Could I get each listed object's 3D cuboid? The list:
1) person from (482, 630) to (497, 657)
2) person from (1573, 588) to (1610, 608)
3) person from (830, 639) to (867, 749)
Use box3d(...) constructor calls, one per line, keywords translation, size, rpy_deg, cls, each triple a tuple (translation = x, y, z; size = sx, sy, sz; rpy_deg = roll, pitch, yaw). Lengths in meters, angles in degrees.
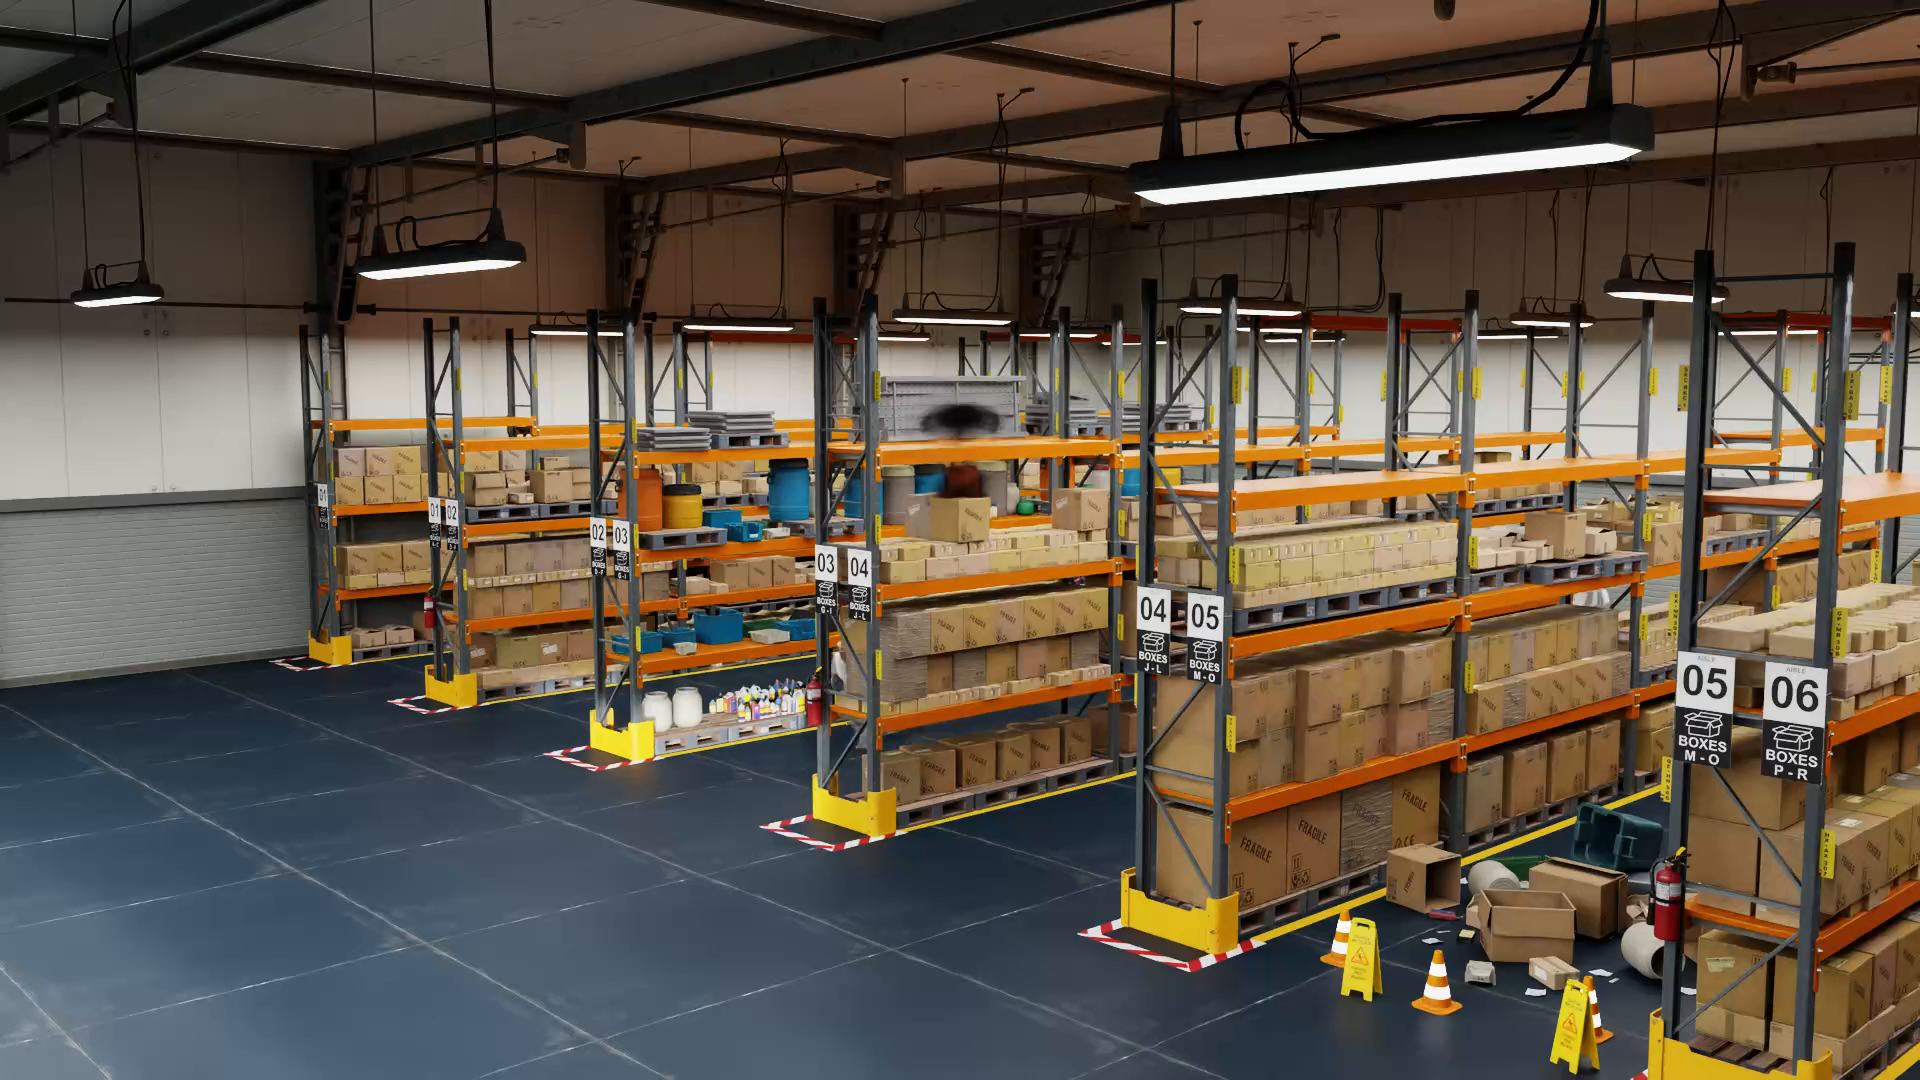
box3d(translation=(-8.471, 1.313, 29.581), size=(0.711, 1.789, 0.676), rpy_deg=(3, 6, 24), cls="person")
box3d(translation=(11.470, 1.208, 30.465), size=(0.677, 1.764, 0.761), rpy_deg=(0, 6, -4), cls="person")
box3d(translation=(-1.395, 2.083, 22.480), size=(0.705, 1.621, 0.904), rpy_deg=(3, 7, 28), cls="person")
